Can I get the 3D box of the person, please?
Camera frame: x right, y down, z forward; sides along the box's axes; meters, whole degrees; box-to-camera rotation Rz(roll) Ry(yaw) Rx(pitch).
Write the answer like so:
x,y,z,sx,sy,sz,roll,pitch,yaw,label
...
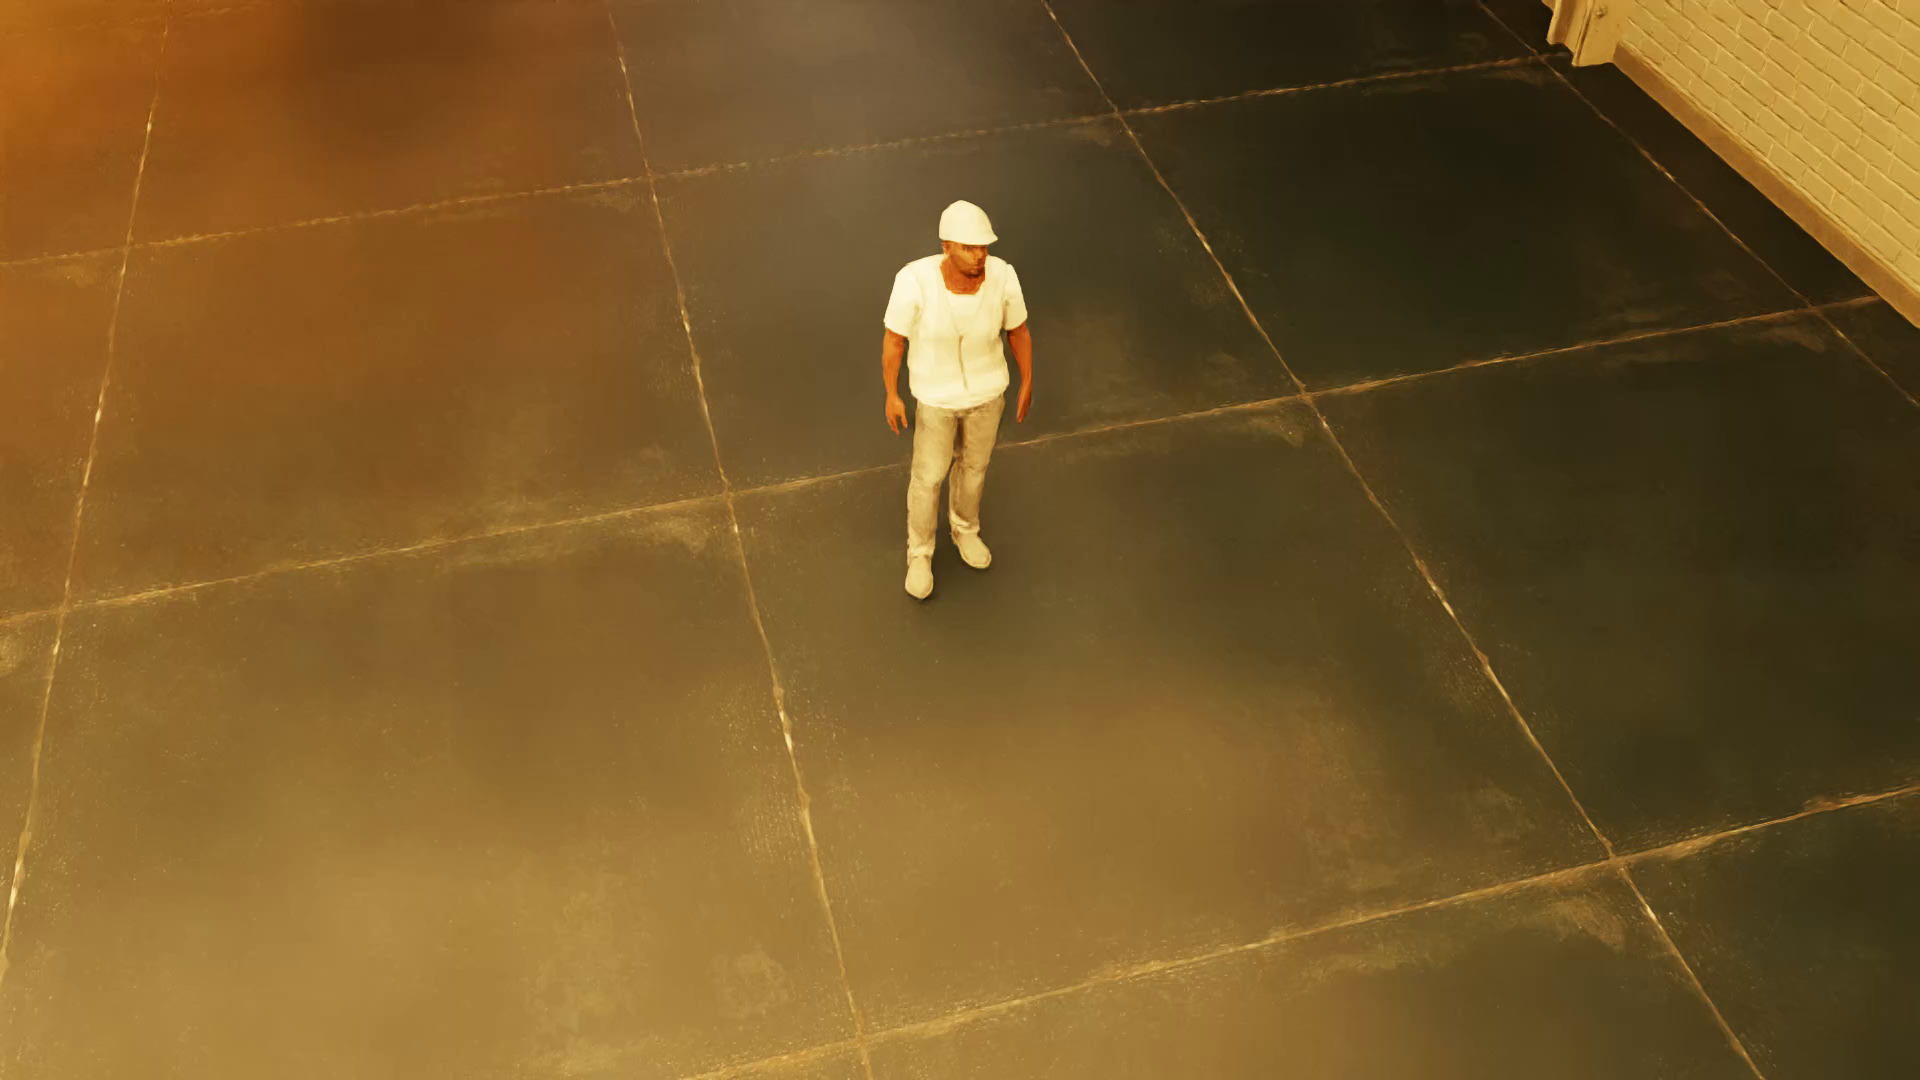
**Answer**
x,y,z,sx,sy,sz,roll,pitch,yaw,label
0.012,-0.600,7.118,0.665,1.766,0.576,-10,44,-11,person
